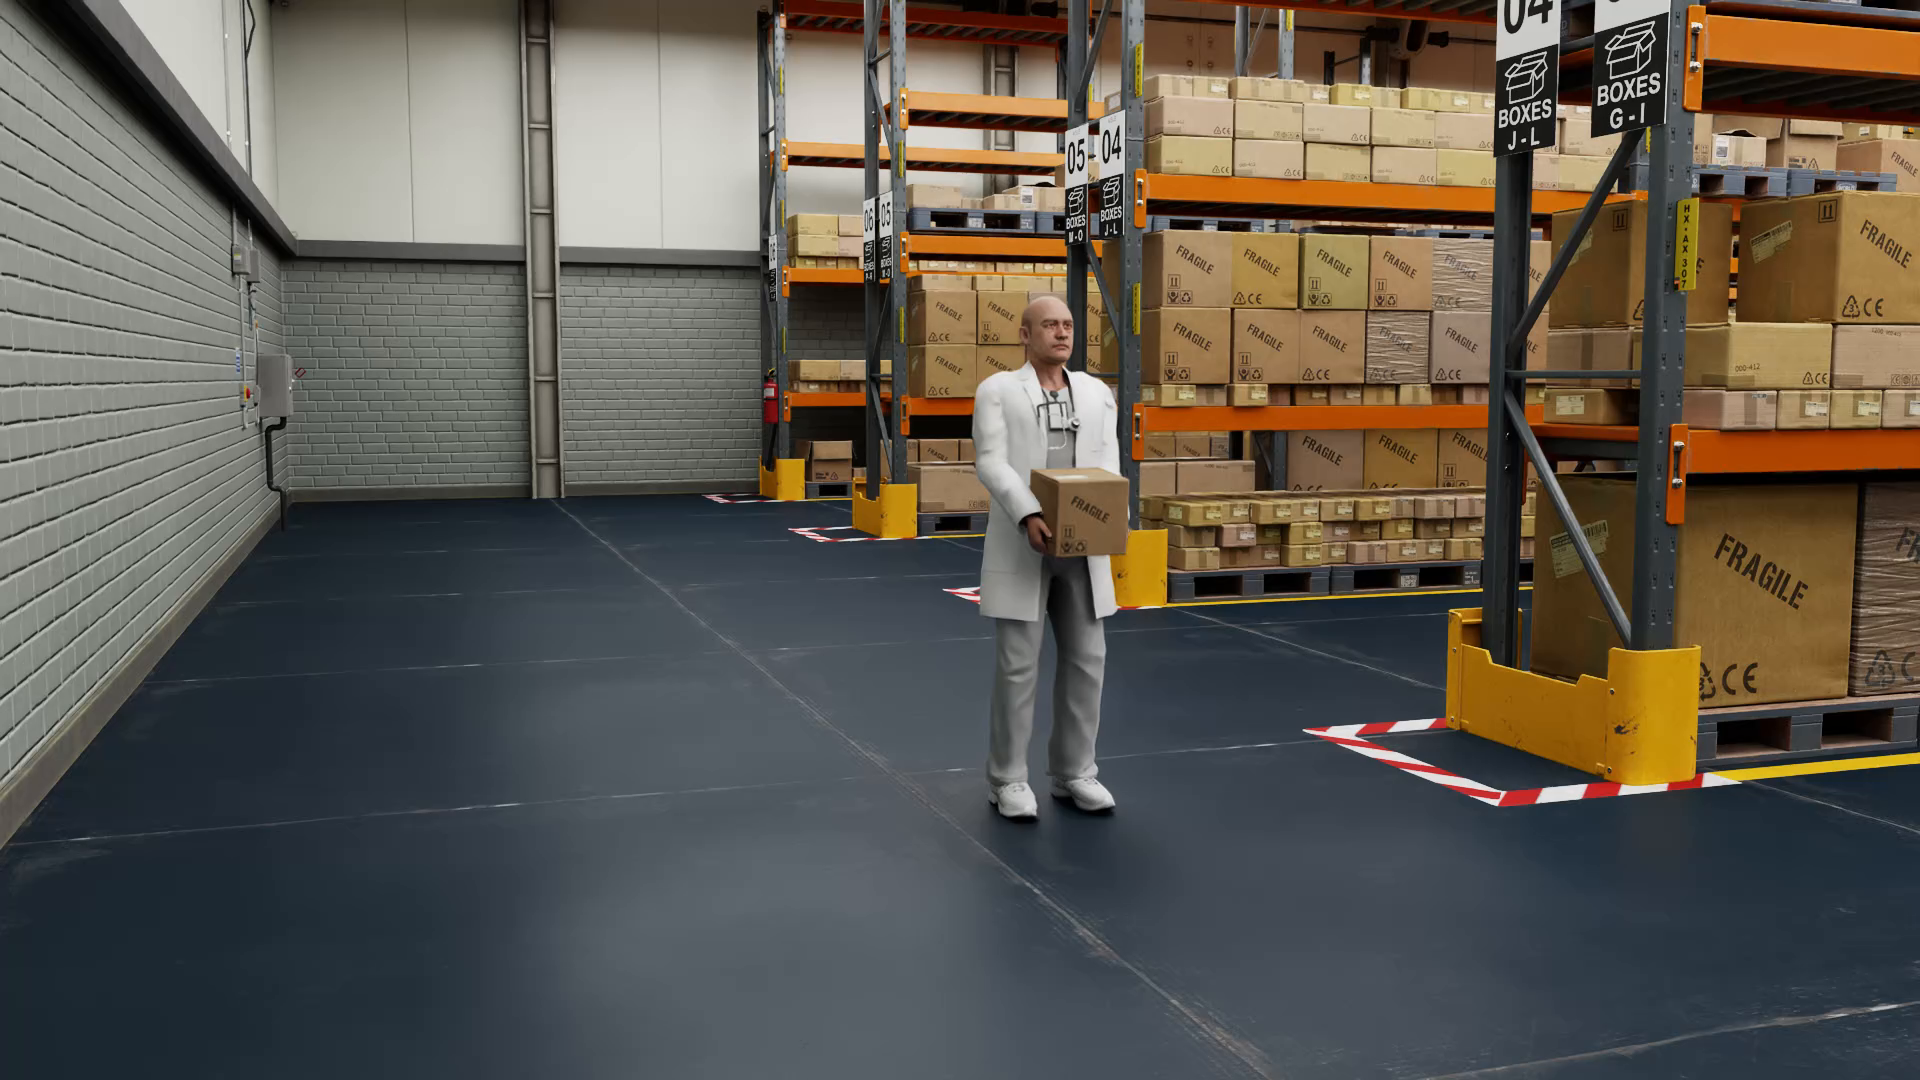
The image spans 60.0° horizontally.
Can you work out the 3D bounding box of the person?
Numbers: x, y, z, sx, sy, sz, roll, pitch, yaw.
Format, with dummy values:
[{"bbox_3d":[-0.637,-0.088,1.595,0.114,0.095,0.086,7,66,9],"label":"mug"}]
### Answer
[{"bbox_3d":[0.338,0.056,5.680,0.537,1.777,0.548,-2,6,-19],"label":"person"}]
